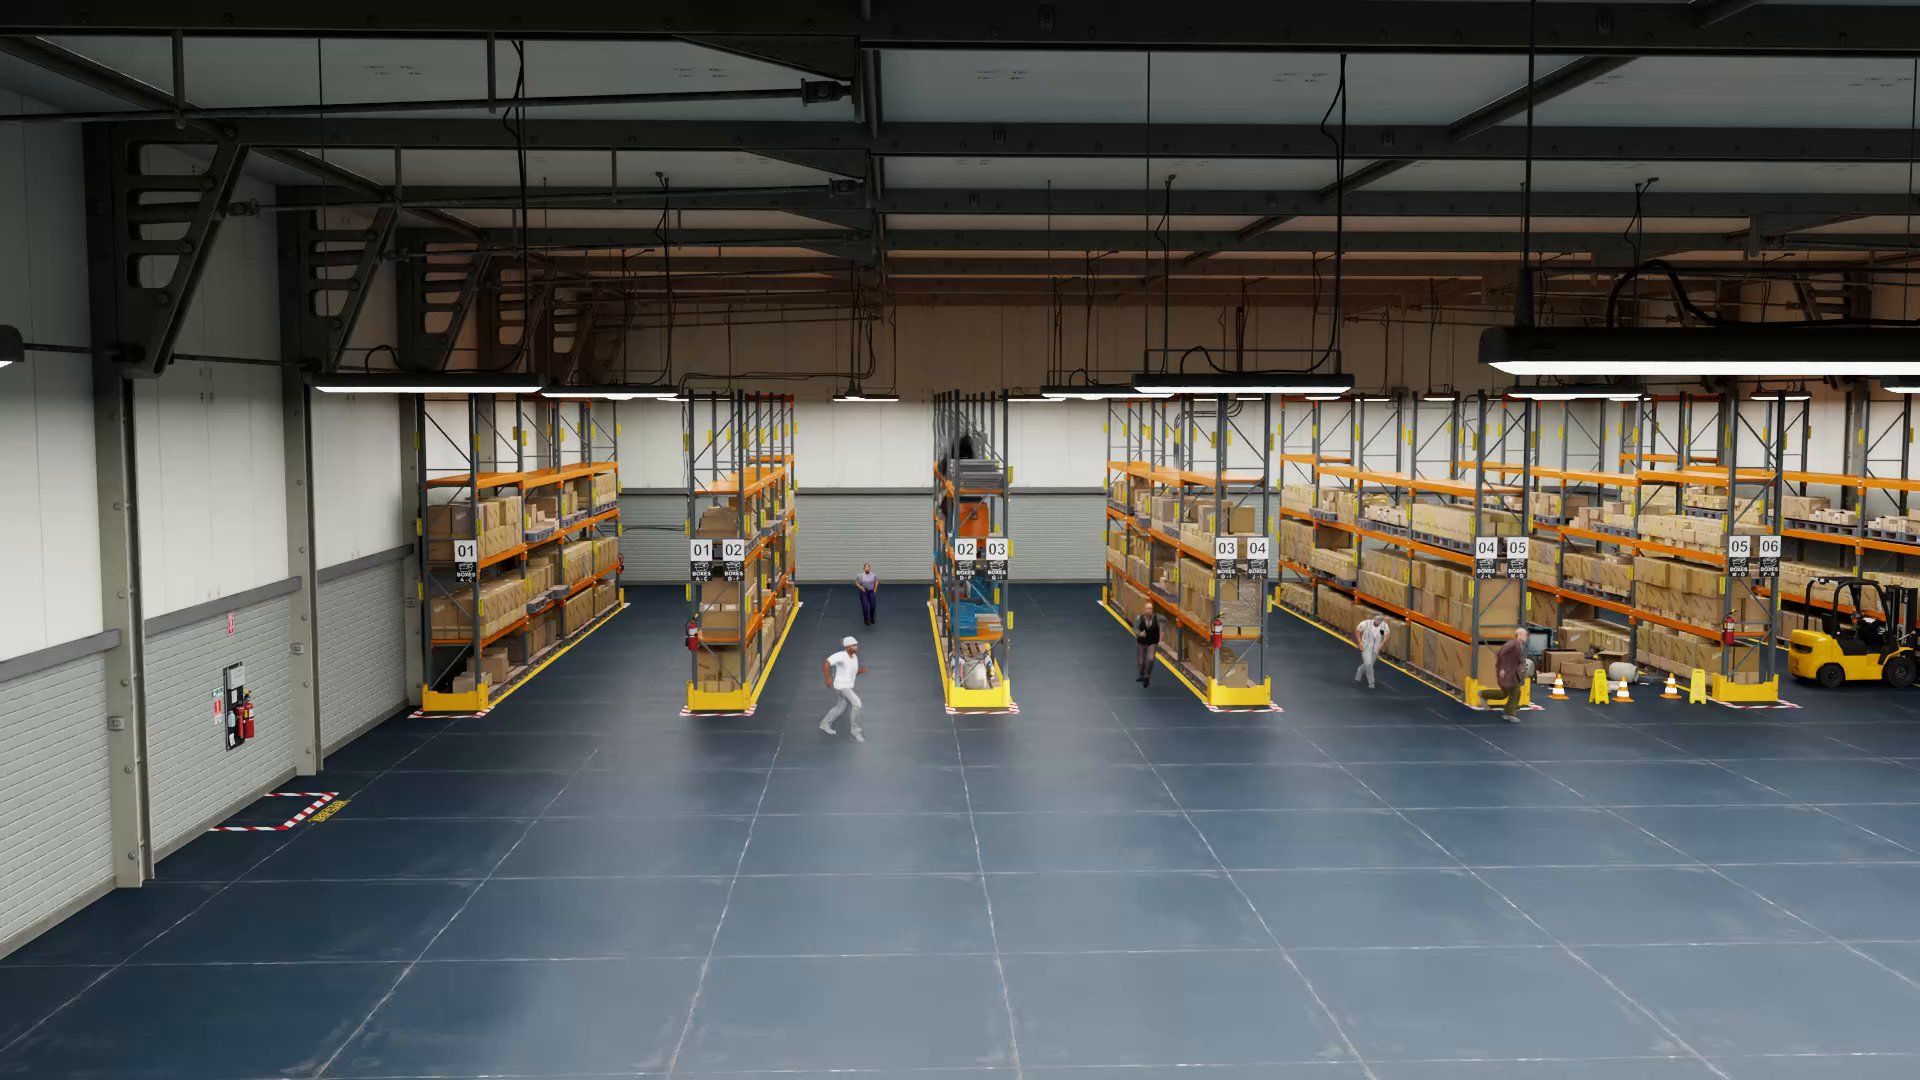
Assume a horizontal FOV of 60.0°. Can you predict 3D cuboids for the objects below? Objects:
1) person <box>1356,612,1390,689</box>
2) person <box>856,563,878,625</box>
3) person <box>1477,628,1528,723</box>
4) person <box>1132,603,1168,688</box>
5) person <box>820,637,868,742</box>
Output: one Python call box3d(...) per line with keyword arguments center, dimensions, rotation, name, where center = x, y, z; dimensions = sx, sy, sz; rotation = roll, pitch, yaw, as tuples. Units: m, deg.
box3d(center=(8.345, 2.208, 33.820), dimensions=(0.670, 1.602, 1.071), rotation=(0, 5, -5), name="person")
box3d(center=(-2.394, 1.410, 42.989), dimensions=(0.604, 1.608, 0.561), rotation=(-1, 5, -9), name="person")
box3d(center=(9.866, 2.430, 30.216), dimensions=(0.886, 1.727, 0.708), rotation=(3, 6, 35), name="person")
box3d(center=(3.736, 2.067, 32.785), dimensions=(0.698, 1.675, 0.862), rotation=(1, 5, 8), name="person")
box3d(center=(-1.998, 2.542, 28.369), dimensions=(0.846, 1.808, 0.729), rotation=(2, 5, 20), name="person")
